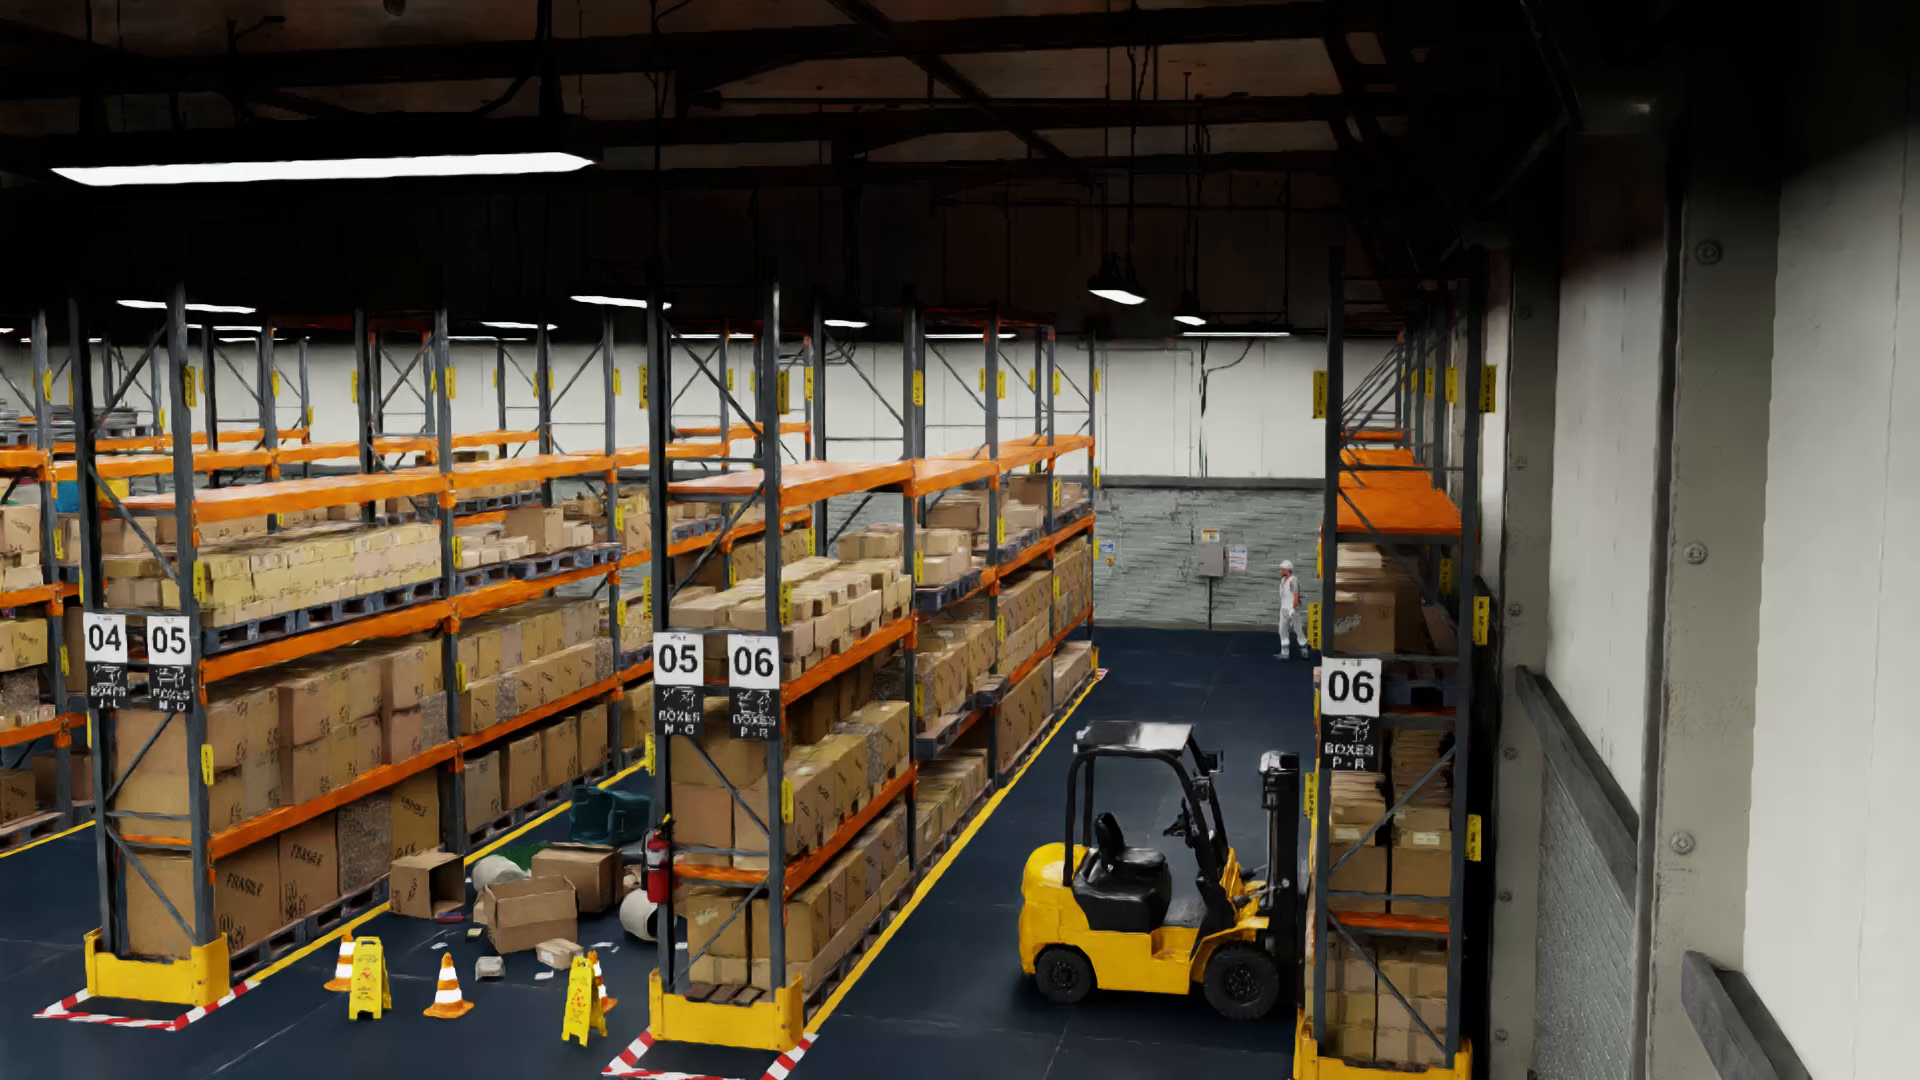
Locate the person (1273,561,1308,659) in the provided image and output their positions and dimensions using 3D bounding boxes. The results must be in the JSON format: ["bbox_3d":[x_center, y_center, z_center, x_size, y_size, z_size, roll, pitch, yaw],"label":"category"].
[{"bbox_3d":[5.980,1.258,29.988,0.620,1.784,0.566,-2,6,-22],"label":"person"}]
